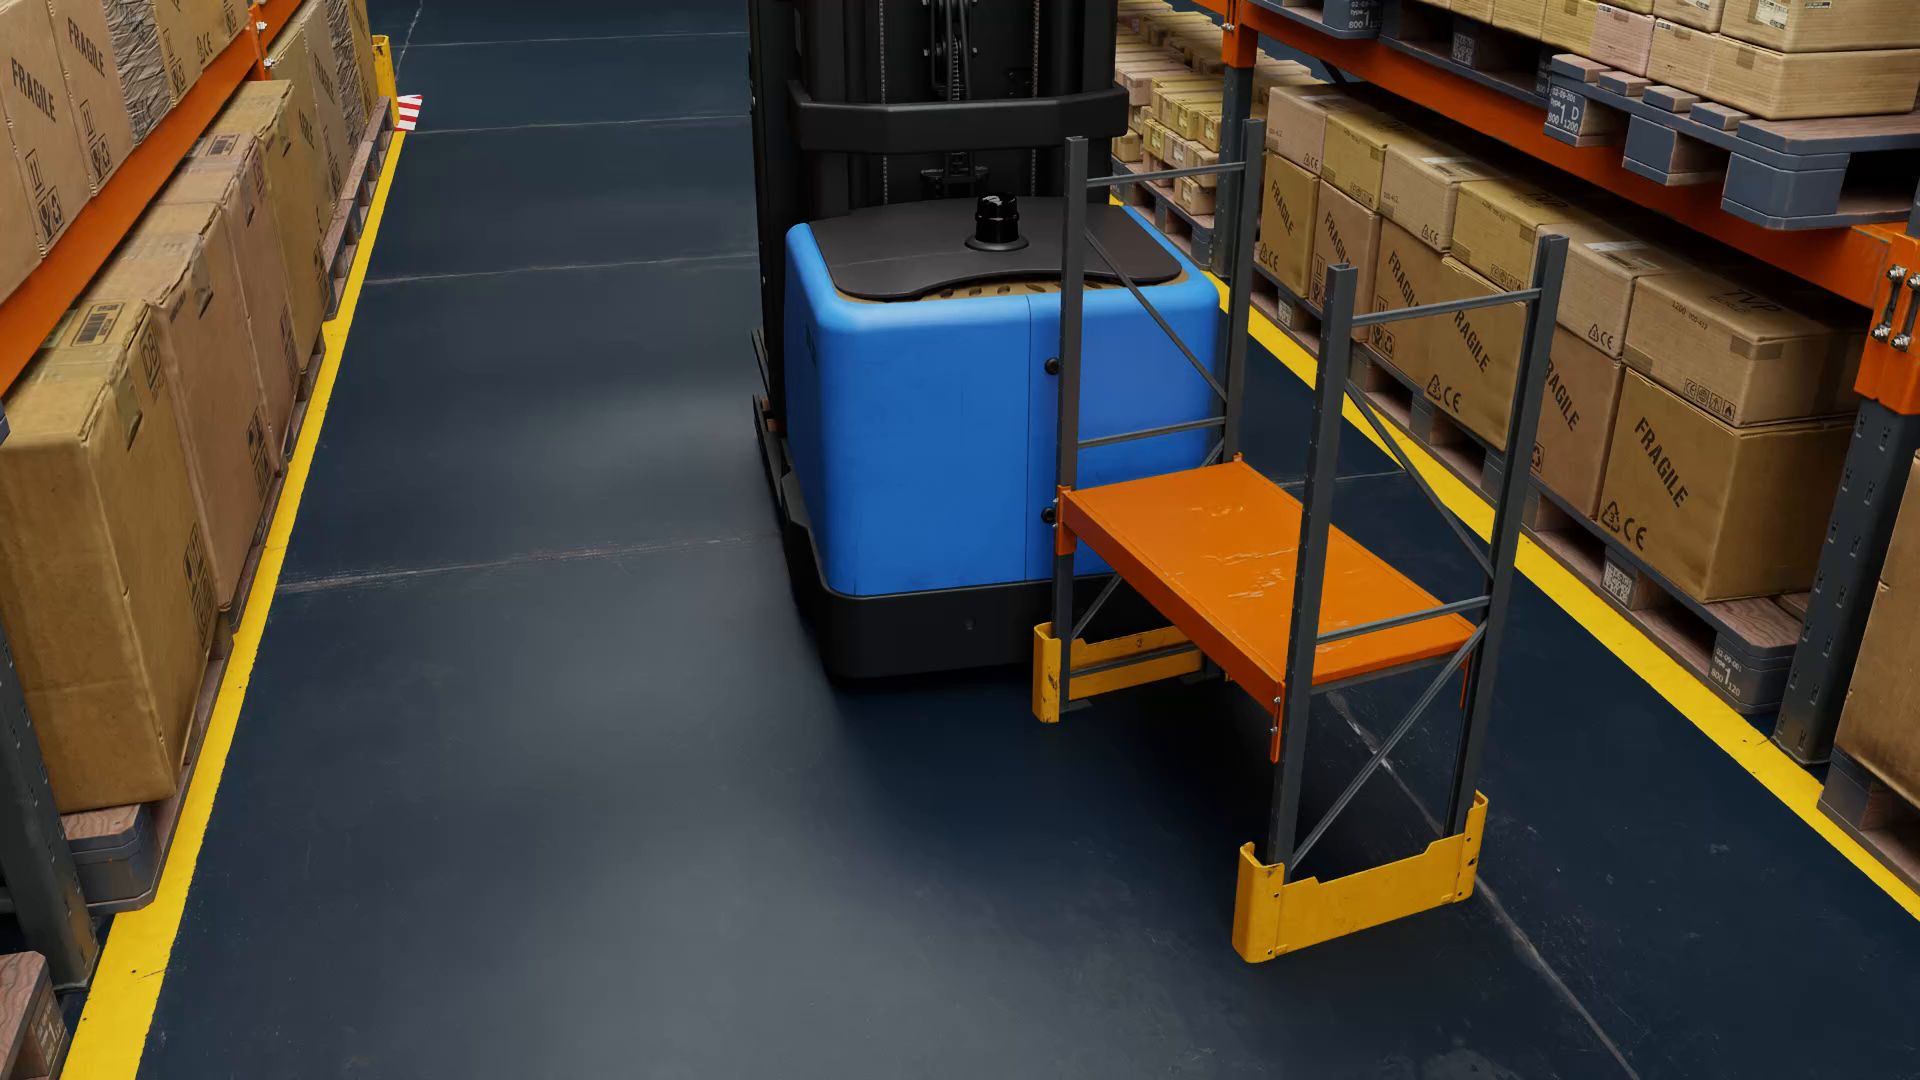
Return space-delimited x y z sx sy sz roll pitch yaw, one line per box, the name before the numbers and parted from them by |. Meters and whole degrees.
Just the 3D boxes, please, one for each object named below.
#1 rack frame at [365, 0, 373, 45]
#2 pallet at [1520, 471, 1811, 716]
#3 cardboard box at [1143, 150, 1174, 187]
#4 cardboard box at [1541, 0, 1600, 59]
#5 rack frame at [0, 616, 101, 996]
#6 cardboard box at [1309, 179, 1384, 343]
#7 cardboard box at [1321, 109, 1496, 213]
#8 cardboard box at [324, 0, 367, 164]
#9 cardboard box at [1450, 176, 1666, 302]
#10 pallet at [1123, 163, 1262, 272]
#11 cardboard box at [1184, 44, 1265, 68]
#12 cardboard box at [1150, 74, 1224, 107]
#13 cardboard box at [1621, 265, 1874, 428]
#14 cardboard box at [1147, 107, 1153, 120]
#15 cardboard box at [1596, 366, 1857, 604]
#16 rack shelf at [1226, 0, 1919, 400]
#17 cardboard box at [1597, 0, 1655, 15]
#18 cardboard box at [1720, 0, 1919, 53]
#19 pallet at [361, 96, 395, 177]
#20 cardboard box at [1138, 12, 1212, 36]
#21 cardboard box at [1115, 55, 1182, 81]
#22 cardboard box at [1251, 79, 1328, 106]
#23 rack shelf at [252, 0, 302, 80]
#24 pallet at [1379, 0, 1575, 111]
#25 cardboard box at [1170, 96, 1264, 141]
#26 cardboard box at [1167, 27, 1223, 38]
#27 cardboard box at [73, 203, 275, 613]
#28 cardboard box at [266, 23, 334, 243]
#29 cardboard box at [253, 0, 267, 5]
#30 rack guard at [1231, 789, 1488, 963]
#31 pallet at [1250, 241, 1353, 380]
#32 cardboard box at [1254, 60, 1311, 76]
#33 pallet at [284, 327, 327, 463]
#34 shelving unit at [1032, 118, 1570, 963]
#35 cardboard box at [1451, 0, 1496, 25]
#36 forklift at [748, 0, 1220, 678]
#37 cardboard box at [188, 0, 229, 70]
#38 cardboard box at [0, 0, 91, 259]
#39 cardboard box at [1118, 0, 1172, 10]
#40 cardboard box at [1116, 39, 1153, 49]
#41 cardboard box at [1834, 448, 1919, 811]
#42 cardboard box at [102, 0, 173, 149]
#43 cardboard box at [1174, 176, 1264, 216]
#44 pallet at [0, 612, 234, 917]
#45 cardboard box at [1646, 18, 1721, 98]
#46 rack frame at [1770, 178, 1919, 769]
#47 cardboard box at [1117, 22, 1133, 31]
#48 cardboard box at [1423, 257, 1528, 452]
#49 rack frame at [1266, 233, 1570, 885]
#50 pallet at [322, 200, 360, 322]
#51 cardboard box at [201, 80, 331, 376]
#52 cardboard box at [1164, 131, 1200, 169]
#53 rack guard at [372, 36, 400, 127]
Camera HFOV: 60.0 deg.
rack frame | -4.095 -3.902 9.651 1.000 3.000 0.127 -6 27 -12
pallet | 2.388 0.053 4.911 1.003 0.211 1.213 -6 27 -12
cardboard box | 1.141 -1.889 8.362 0.380 0.149 0.250 -7 28 -13
cardboard box | 1.838 -1.426 4.559 0.380 0.149 0.250 -6 27 -12
rack frame | -2.293 -0.390 2.693 1.000 3.000 0.127 -6 27 -12
cardboard box | 1.690 -1.093 6.395 0.500 0.500 0.500 -5 27 -9
cardboard box | 1.693 -1.427 6.223 0.500 0.250 0.500 -5 27 -10
cardboard box | -3.668 -2.468 8.703 0.875 0.875 0.875 -6 27 -12
cardboard box | 1.929 -0.974 5.327 0.500 0.250 0.500 -5 27 -10
pallet | 1.475 -1.651 8.288 1.003 0.211 1.213 -6 27 -12
cardboard box | 1.458 -2.646 9.202 0.380 0.149 0.250 -6 27 -11
cardboard box | 1.186 -2.254 8.424 0.380 0.149 0.250 -5 27 -10
cardboard box | 2.153 -0.529 4.445 0.500 0.250 0.500 -7 28 -13
cardboard box | 1.169 -2.112 8.473 0.380 0.149 0.250 -6 27 -11
cardboard box | 2.160 -0.183 4.592 0.500 0.500 0.500 -6 27 -12
rack shelf | 2.112 -1.406 5.505 1.077 0.370 4.000 -6 27 -12
cardboard box | 1.884 -1.460 4.296 0.380 0.149 0.250 -5 27 -10
cardboard box | 2.008 -1.228 3.836 0.380 0.149 0.250 -5 27 -11
pallet | -3.839 -2.314 9.600 1.003 0.211 1.213 -6 27 -12
cardboard box | 1.309 -3.118 10.136 0.380 0.149 0.250 -7 28 -13
cardboard box | 0.962 -2.480 8.873 0.380 0.149 0.250 -7 28 -13
cardboard box | 1.676 -2.191 8.299 0.380 0.149 0.250 -6 27 -12
rack shelf | -3.645 -2.703 8.074 1.077 0.370 4.000 -6 27 -12
pallet | 2.077 -1.628 5.360 1.003 0.211 1.213 -6 27 -12
cardboard box | 1.231 -2.023 7.967 0.380 0.149 0.250 -6 27 -11
cardboard box | 1.420 -2.885 9.675 0.380 0.149 0.250 -5 27 -10
cardboard box | -2.621 -0.326 4.459 1.225 0.875 0.875 -6 27 -11
cardboard box | -3.265 -1.683 7.146 0.875 0.875 0.875 -6 27 -12
cardboard box | -2.937 -2.197 6.553 0.380 0.149 0.250 -6 27 -11
rack guard | 0.858 0.711 3.564 0.587 0.250 0.087 -11 29 -20
pallet | 1.838 -1.019 7.034 1.003 0.211 1.213 -6 27 -12
cardboard box | 1.617 -2.423 8.759 0.380 0.149 0.250 -5 27 -10
pallet | -2.947 -0.570 6.145 1.003 0.211 1.213 -6 27 -12
shelving unit | 0.664 -0.054 3.692 0.587 1.500 1.083 -11 29 -20
cardboard box | 1.720 -1.658 5.018 0.380 0.149 0.250 -5 27 -10
forklift | -0.124 -1.587 5.141 1.130 2.935 3.031 -5 27 -10
cardboard box | -2.718 -1.795 5.366 0.500 0.500 0.500 -5 27 -10
cardboard box | -2.255 -0.902 3.596 0.500 0.500 0.500 -7 28 -13
cardboard box | 1.126 -3.335 10.565 0.380 0.149 0.250 -6 27 -11
cardboard box | 0.863 -2.701 9.310 0.380 0.149 0.250 -6 27 -11
cardboard box | 2.612 0.244 3.468 1.050 0.750 0.750 -6 27 -12
cardboard box | -2.485 -1.346 4.476 0.500 0.500 0.500 -6 27 -11
cardboard box | 1.241 -1.657 7.902 0.380 0.149 0.250 -6 27 -11
pallet | -2.397 0.501 4.022 1.003 0.211 1.213 -6 27 -12
cardboard box | 1.949 -1.203 4.118 0.380 0.149 0.250 -6 27 -12
rack frame | 2.563 -0.849 3.603 1.000 3.000 0.127 -6 27 -12
cardboard box | 0.795 -2.944 9.791 0.380 0.149 0.250 -7 28 -14
cardboard box | 1.911 -0.642 5.501 0.500 0.500 0.500 -7 28 -14
rack frame | 0.866 0.161 3.266 0.500 1.500 0.032 -11 29 -20
pallet | -3.289 -1.243 7.478 1.003 0.211 1.213 -6 27 -12
cardboard box | -3.030 -1.106 6.004 1.225 0.875 0.875 -6 27 -11
cardboard box | 1.207 -1.876 8.006 0.380 0.149 0.250 -7 28 -14
rack guard | -4.101 -2.796 10.235 1.175 0.500 0.348 -6 27 -12
